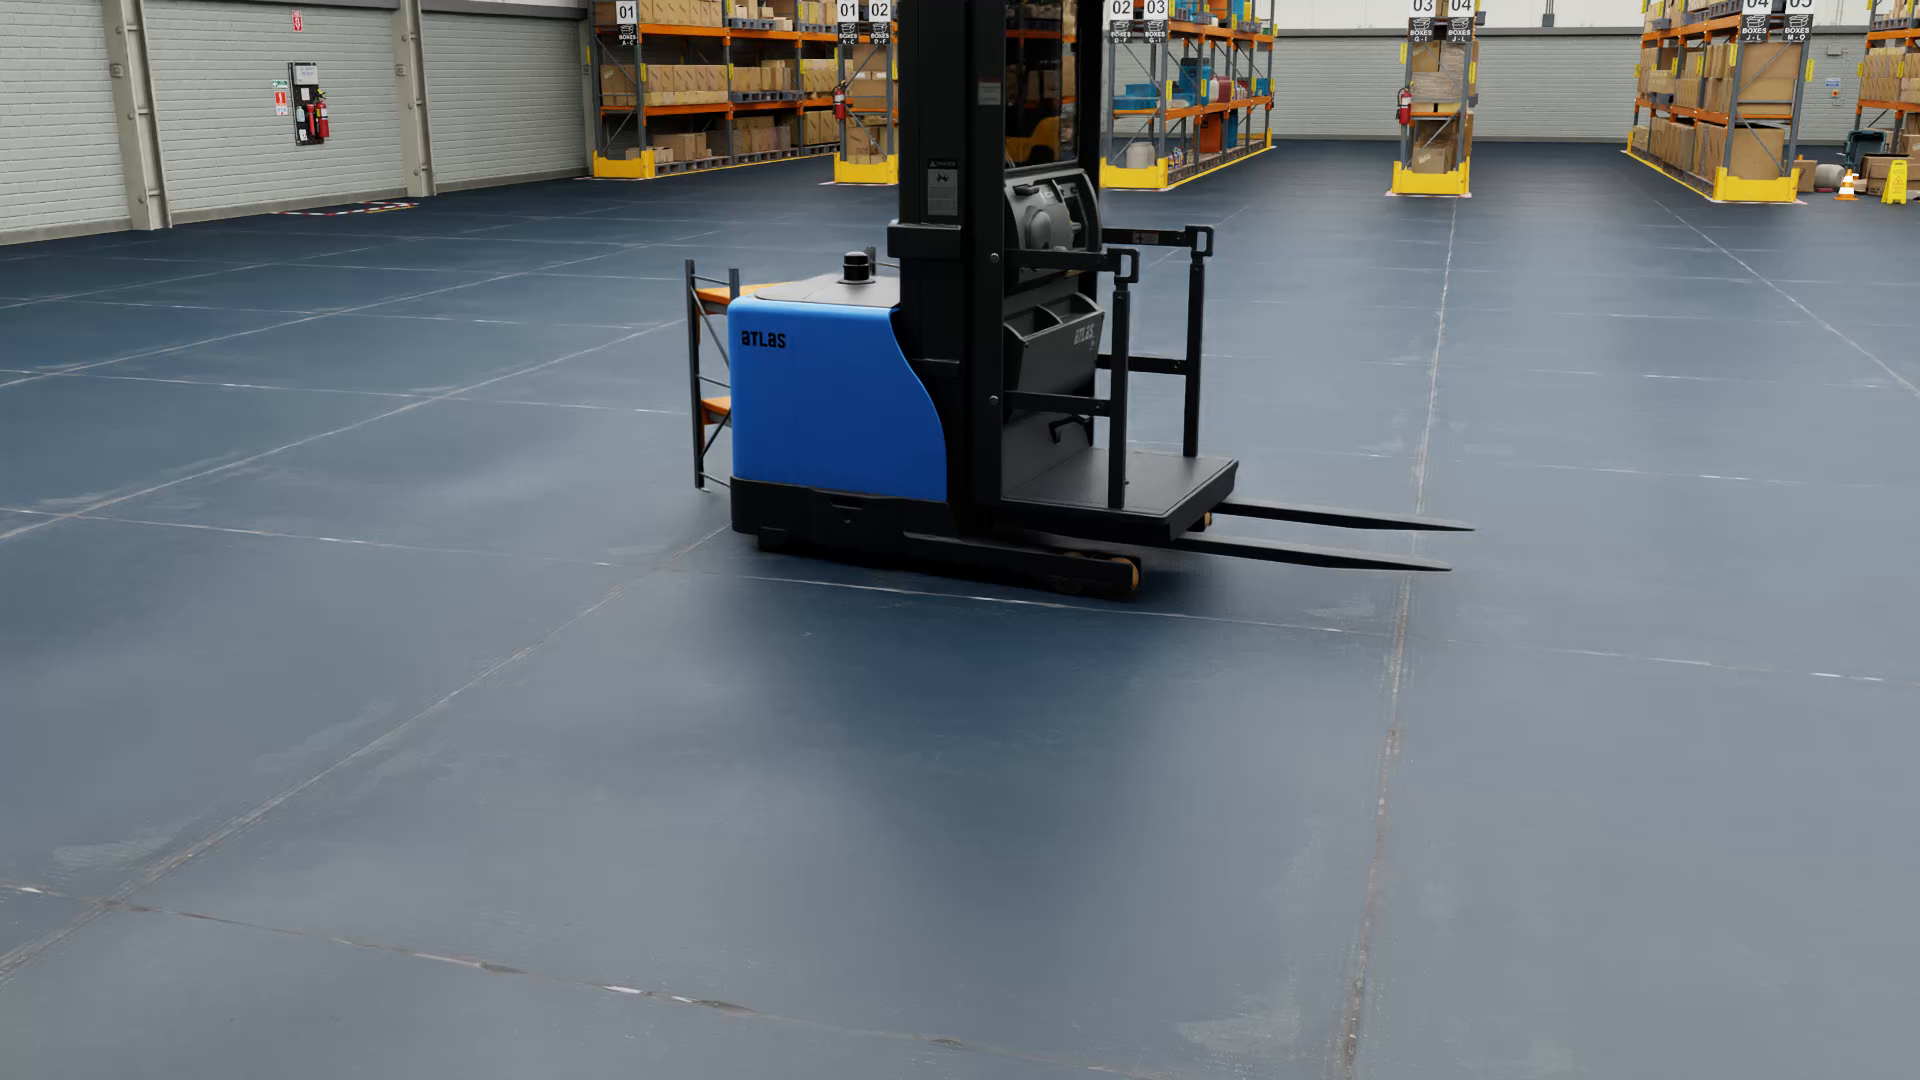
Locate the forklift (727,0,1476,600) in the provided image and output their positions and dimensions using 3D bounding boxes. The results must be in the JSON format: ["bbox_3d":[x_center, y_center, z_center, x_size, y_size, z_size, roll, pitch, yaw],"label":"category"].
[{"bbox_3d":[0.567,-1.340,6.682,3.031,2.935,1.130,7,17,23],"label":"forklift"}]

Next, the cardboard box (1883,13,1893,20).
[{"bbox_3d":[21.318,-11.945,37.957,0.380,0.149,0.250,5,17,18],"label":"cardboard box"}]

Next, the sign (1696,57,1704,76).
[{"bbox_3d":[13.140,-8.416,29.527,0.100,0.325,0.005,5,16,16],"label":"sign"}]

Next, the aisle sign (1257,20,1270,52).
[{"bbox_3d":[7.899,-13.039,43.039,0.394,0.787,0.004,5,16,16],"label":"aisle sign"}]

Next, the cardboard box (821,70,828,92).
[{"bbox_3d":[-3.491,-11.042,39.996,0.500,0.500,0.500,5,16,16],"label":"cardboard box"}]

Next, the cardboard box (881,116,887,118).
[{"bbox_3d":[-1.938,-11.566,45.234,0.380,0.149,0.250,5,17,17],"label":"cardboard box"}]

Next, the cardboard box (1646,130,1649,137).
[{"bbox_3d":[15.823,-9.251,37.811,0.380,0.149,0.250,5,17,17],"label":"cardboard box"}]

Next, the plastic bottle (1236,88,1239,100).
[{"bbox_3d":[6.308,-10.234,38.143,0.152,0.276,0.135,5,16,16],"label":"plastic bottle"}]

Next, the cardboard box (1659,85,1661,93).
[{"bbox_3d":[14.719,-9.347,34.477,0.380,0.149,0.250,4,16,15],"label":"cardboard box"}]

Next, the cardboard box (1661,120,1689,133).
[{"bbox_3d":[14.876,-8.597,34.577,0.500,0.250,0.500,5,17,17],"label":"cardboard box"}]

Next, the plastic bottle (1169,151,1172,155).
[{"bbox_3d":[3.982,-7.198,31.381,0.061,0.283,0.133,5,16,16],"label":"plastic bottle"}]

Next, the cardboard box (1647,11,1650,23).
[{"bbox_3d":[16.552,-12.377,39.331,0.500,0.250,0.500,4,16,15],"label":"cardboard box"}]

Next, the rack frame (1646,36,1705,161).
[{"bbox_3d":[15.937,-9.951,36.914,1.000,3.000,0.127,5,16,16],"label":"rack frame"}]

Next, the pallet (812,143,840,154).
[{"bbox_3d":[-3.529,-9.645,40.945,1.003,0.211,1.213,5,16,16],"label":"pallet"}]

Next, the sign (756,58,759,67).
[{"bbox_3d":[-4.707,-11.067,38.727,0.100,0.325,0.005,5,16,16],"label":"sign"}]

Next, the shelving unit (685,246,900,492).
[{"bbox_3d":[-0.742,-0.827,8.182,1.048,1.125,0.538,-11,19,-33],"label":"shelving unit"}]

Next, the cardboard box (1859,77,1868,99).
[{"bbox_3d":[21.436,-10.584,38.966,0.500,0.500,0.500,4,16,15],"label":"cardboard box"}]

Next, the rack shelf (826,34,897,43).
[{"bbox_3d":[-2.469,-13.134,43.960,1.077,0.370,4.000,5,16,16],"label":"rack shelf"}]

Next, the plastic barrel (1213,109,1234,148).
[{"bbox_3d":[6.089,-9.612,38.796,0.600,0.901,0.708,5,16,16],"label":"plastic barrel"}]

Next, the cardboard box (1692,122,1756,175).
[{"bbox_3d":[13.417,-6.878,29.207,0.875,0.875,0.875,5,17,17],"label":"cardboard box"}]

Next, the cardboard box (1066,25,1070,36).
[{"bbox_3d":[2.517,-13.002,42.450,0.500,0.250,0.500,5,16,16],"label":"cardboard box"}]

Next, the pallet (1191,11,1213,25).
[{"bbox_3d":[4.076,-9.809,31.263,1.213,0.211,1.003,5,16,16],"label":"pallet"}]

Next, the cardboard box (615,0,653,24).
[{"bbox_3d":[-6.113,-9.943,31.172,0.500,0.500,0.500,5,17,17],"label":"cardboard box"}]

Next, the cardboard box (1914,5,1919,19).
[{"bbox_3d":[20.233,-11.070,34.840,0.396,0.266,0.258,4,16,15],"label":"cardboard box"}]

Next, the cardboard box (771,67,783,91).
[{"bbox_3d":[-4.431,-10.455,37.704,0.700,0.500,0.500,3,16,11],"label":"cardboard box"}]

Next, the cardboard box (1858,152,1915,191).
[{"bbox_3d":[15.631,-6.219,28.085,0.797,0.637,0.503,5,16,16],"label":"cardboard box"}]

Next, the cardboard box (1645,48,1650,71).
[{"bbox_3d":[16.243,-11.172,38.660,0.500,0.500,0.500,4,16,14],"label":"cardboard box"}]

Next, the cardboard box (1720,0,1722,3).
[{"bbox_3d":[12.874,-9.028,27.671,0.380,0.149,0.250,5,16,16],"label":"cardboard box"}]

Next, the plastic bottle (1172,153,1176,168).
[{"bbox_3d":[3.947,-7.019,30.751,0.061,0.283,0.133,5,17,17],"label":"plastic bottle"}]

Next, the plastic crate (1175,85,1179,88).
[{"bbox_3d":[4.203,-8.958,33.443,0.392,0.384,0.575,5,16,16],"label":"plastic crate"}]

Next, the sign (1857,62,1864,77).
[{"bbox_3d":[21.318,-11.139,39.372,0.100,0.325,0.005,5,16,16],"label":"sign"}]

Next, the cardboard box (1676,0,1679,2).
[{"bbox_3d":[15.012,-11.228,34.334,0.396,0.266,0.258,5,16,16],"label":"cardboard box"}]

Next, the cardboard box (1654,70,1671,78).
[{"bbox_3d":[15.089,-9.978,35.612,0.380,0.149,0.250,4,16,15],"label":"cardboard box"}]

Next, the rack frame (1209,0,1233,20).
[{"bbox_3d":[5.324,-12.585,35.210,1.000,3.000,0.127,5,16,16],"label":"rack frame"}]

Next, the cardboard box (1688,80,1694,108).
[{"bbox_3d":[13.699,-8.195,30.542,0.500,0.500,0.500,4,16,15],"label":"cardboard box"}]

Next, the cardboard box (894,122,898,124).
[{"bbox_3d":[-1.127,-8.049,33.106,0.500,0.500,0.500,5,16,16],"label":"cardboard box"}]

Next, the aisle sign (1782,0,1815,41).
[{"bbox_3d":[12.794,-8.020,25.343,0.394,0.787,0.004,5,16,16],"label":"aisle sign"}]

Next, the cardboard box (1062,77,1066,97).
[{"bbox_3d":[2.406,-11.556,42.391,0.500,0.500,0.500,5,16,16],"label":"cardboard box"}]

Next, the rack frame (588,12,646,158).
[{"bbox_3d":[-6.448,-8.375,31.358,1.000,3.000,0.127,5,16,16],"label":"rack frame"}]

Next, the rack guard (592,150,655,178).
[{"bbox_3d":[-6.426,-7.192,31.769,1.175,0.500,0.348,5,16,16],"label":"rack guard"}]

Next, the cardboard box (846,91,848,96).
[{"bbox_3d":[-3.028,-11.160,41.603,0.380,0.149,0.250,5,17,18],"label":"cardboard box"}]

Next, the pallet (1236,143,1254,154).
[{"bbox_3d":[6.633,-9.600,40.787,1.003,0.211,1.213,5,16,16],"label":"pallet"}]

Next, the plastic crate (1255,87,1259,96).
[{"bbox_3d":[7.260,-11.183,41.457,0.416,0.233,0.300,5,16,16],"label":"plastic crate"}]

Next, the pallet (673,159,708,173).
[{"bbox_3d":[-5.813,-7.581,33.670,1.003,0.211,1.213,5,16,16],"label":"pallet"}]

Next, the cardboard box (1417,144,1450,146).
[{"bbox_3d":[8.326,-6.705,29.283,0.500,0.500,0.500,6,17,21],"label":"cardboard box"}]

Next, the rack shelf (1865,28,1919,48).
[{"bbox_3d":[21.280,-11.213,37.188,1.077,0.370,4.000,5,16,16],"label":"rack shelf"}]

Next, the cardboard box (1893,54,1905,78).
[{"bbox_3d":[20.581,-10.267,36.015,0.500,0.500,0.500,4,16,15],"label":"cardboard box"}]

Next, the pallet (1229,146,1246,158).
[{"bbox_3d":[6.202,-9.206,39.398,1.003,0.211,1.213,5,16,16],"label":"pallet"}]

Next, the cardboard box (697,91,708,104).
[{"bbox_3d":[-5.433,-8.949,33.620,0.500,0.250,0.500,5,16,16],"label":"cardboard box"}]

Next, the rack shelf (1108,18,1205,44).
[{"bbox_3d":[3.619,-9.226,30.183,1.077,0.370,4.000,5,16,16],"label":"rack shelf"}]

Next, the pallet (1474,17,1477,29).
[{"bbox_3d":[10.205,-10.840,34.899,1.213,0.211,1.003,5,17,18],"label":"pallet"}]

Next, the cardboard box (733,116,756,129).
[{"bbox_3d":[-4.852,-9.237,36.797,0.500,0.250,0.500,4,16,14],"label":"cardboard box"}]

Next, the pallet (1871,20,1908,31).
[{"bbox_3d":[21.647,-11.845,38.259,1.003,0.211,1.213,5,16,16],"label":"pallet"}]

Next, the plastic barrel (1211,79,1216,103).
[{"bbox_3d":[5.117,-9.357,34.617,0.421,0.512,0.421,0,16,0],"label":"plastic barrel"}]

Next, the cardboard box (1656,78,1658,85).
[{"bbox_3d":[14.941,-9.698,35.170,0.380,0.149,0.250,4,16,15],"label":"cardboard box"}]
